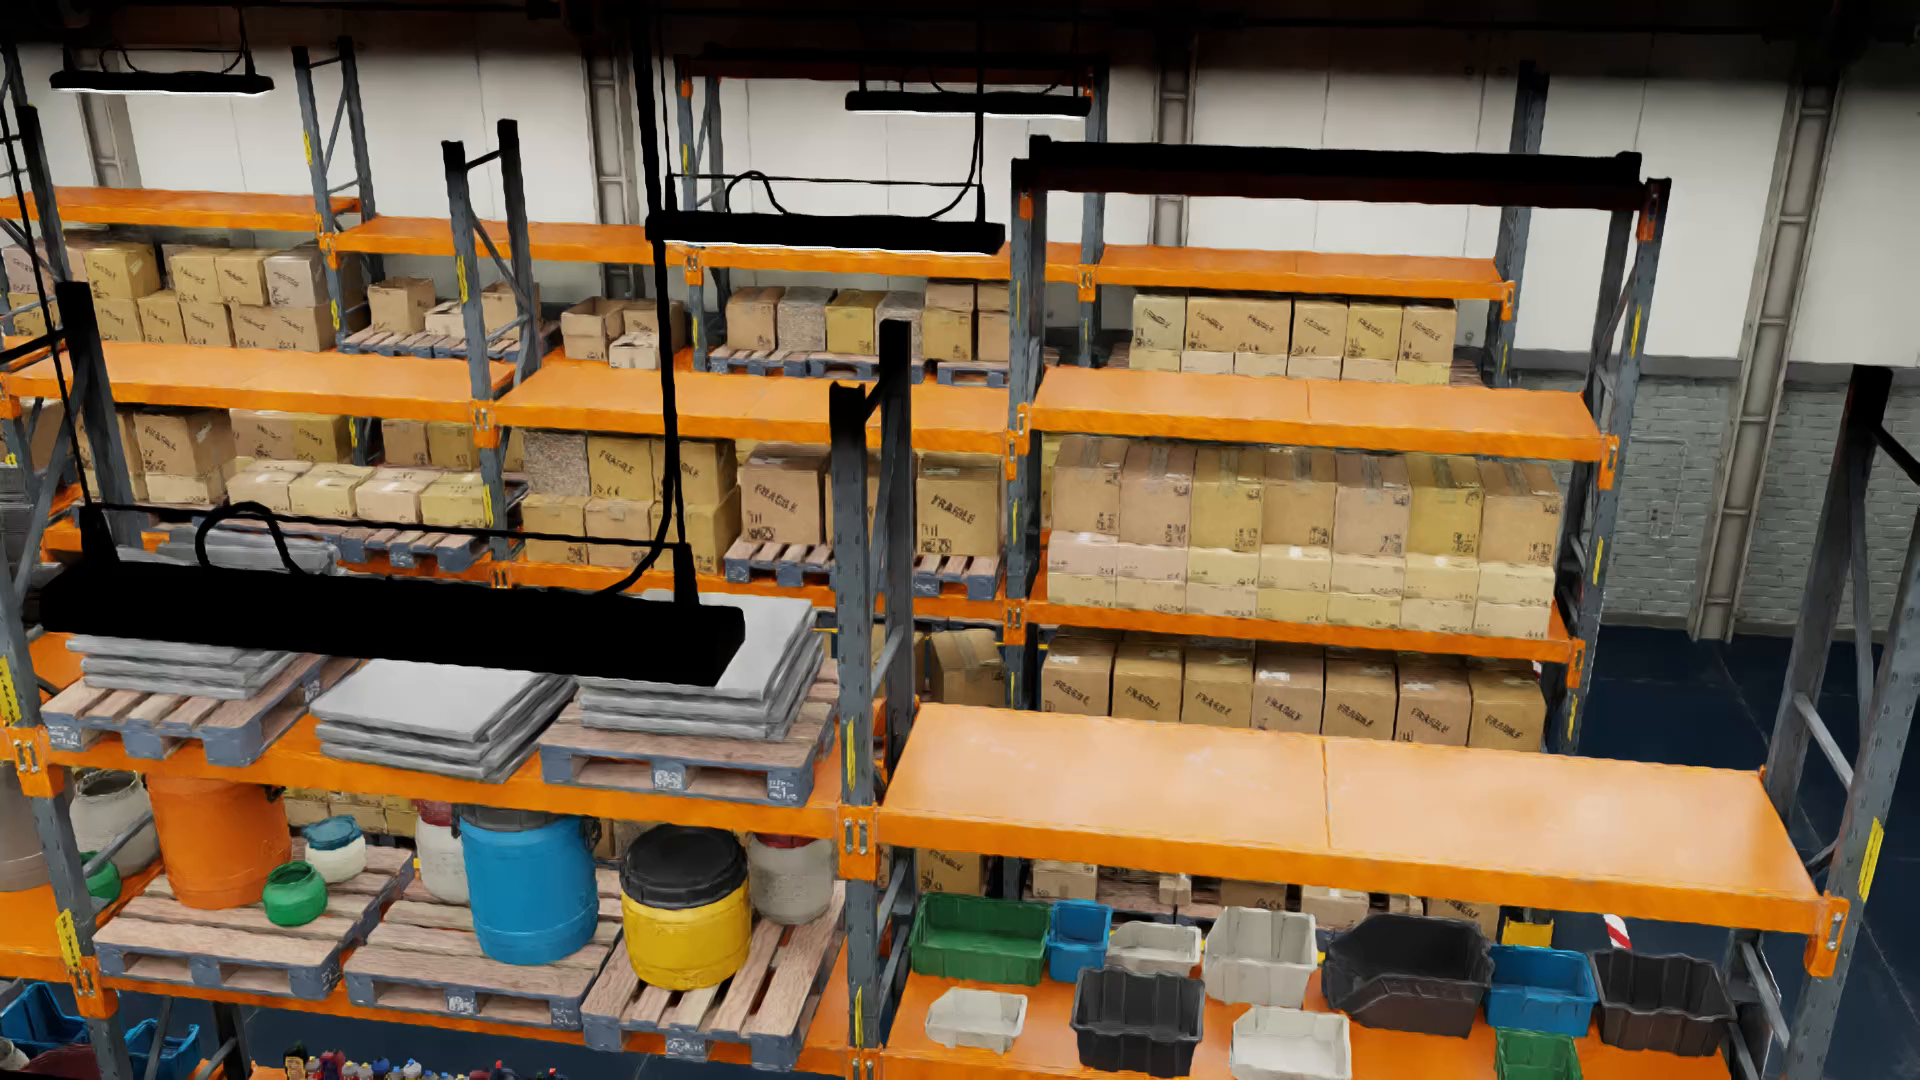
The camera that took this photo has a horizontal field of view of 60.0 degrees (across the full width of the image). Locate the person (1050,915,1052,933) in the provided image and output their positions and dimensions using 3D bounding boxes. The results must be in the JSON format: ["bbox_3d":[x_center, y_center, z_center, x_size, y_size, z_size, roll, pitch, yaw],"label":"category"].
[{"bbox_3d":[0.637,3.111,10.905,1.115,1.648,0.543,5,24,12],"label":"person"}]
